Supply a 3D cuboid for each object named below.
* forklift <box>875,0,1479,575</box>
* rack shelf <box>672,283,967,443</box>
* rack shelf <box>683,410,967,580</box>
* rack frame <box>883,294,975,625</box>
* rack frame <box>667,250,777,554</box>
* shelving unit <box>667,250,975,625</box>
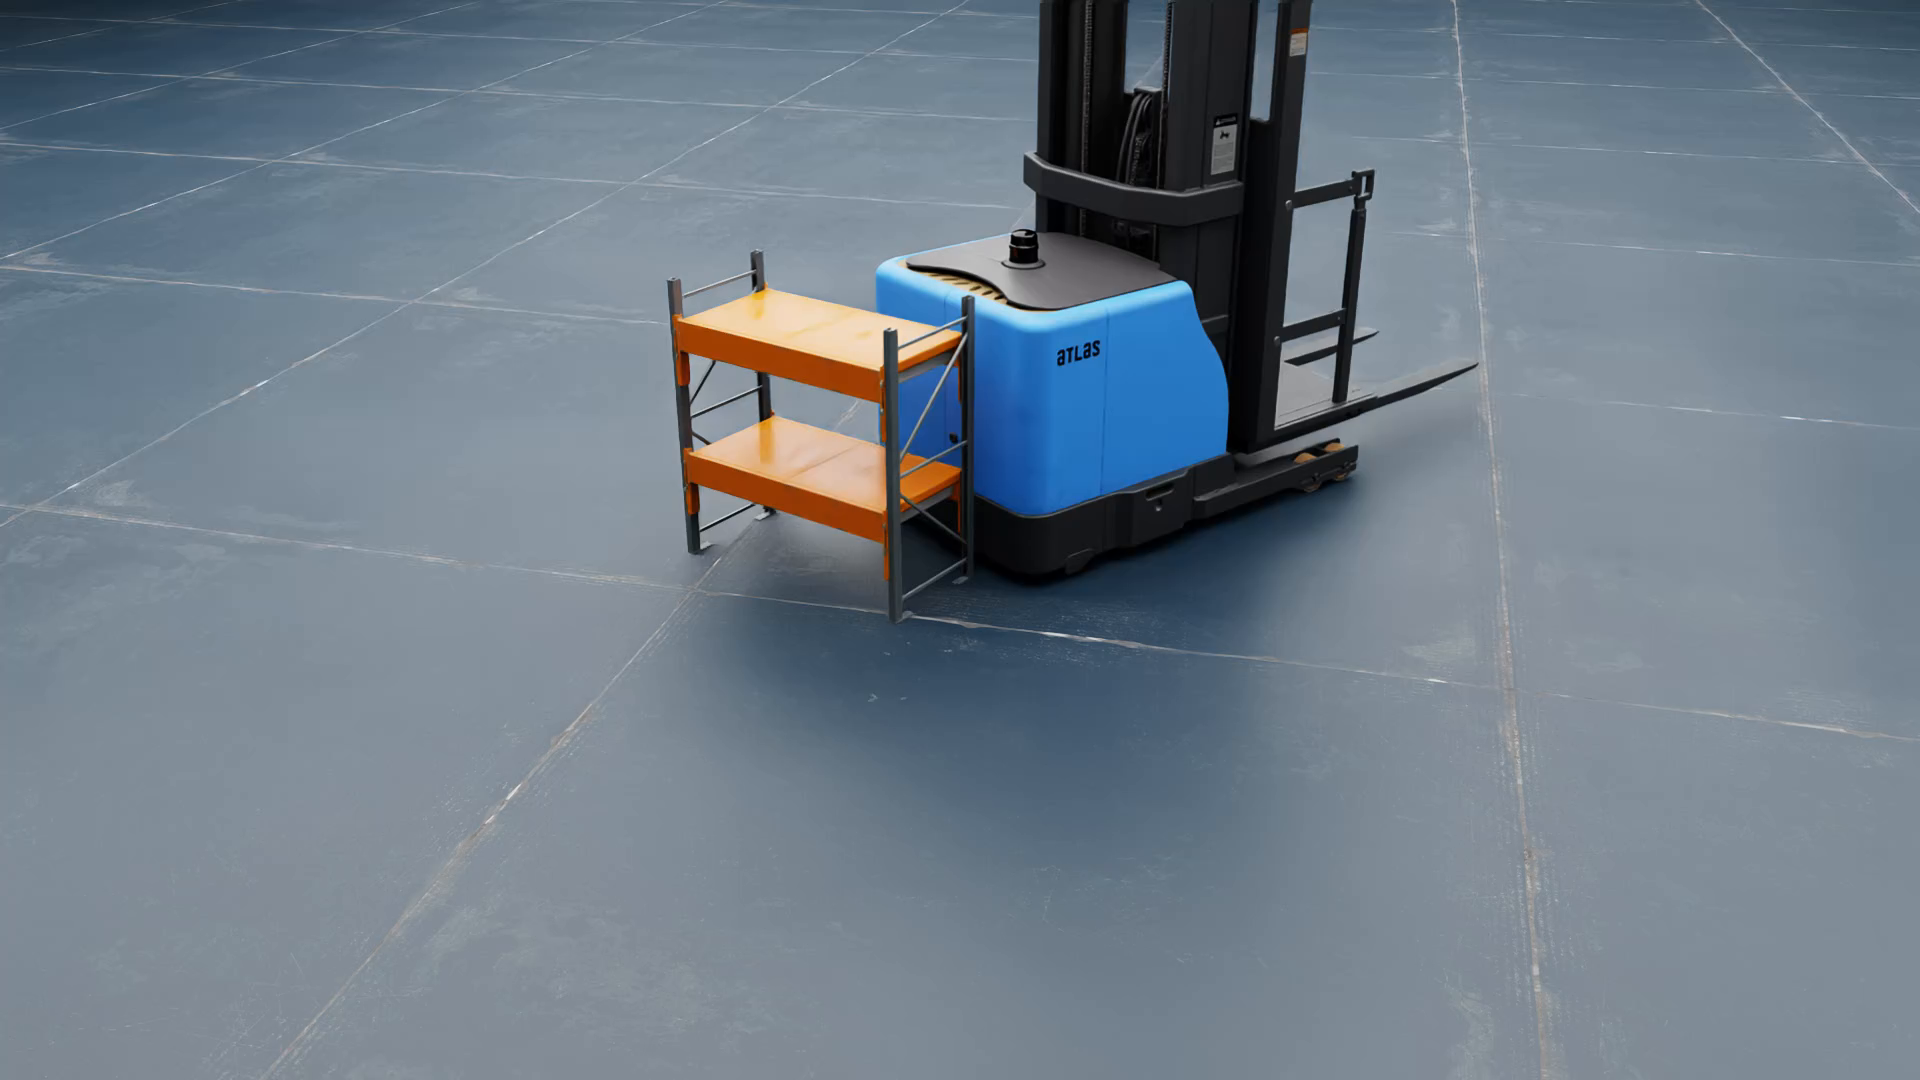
[{"bbox_3d":[1.119,-1.689,6.888,3.031,2.935,1.130,-19,31,-34],"label":"forklift"},{"bbox_3d":[-0.516,-0.678,6.185,1.000,0.278,0.538,17,30,32],"label":"rack shelf"},{"bbox_3d":[-0.516,-0.193,6.416,1.000,0.278,0.538,17,30,32],"label":"rack shelf"},{"bbox_3d":[-0.103,-0.286,6.043,0.032,1.125,0.500,17,30,32],"label":"rack frame"},{"bbox_3d":[-0.929,-0.541,6.578,0.032,1.125,0.500,17,30,32],"label":"rack frame"},{"bbox_3d":[-0.516,-0.414,6.311,1.048,1.125,0.538,17,30,32],"label":"shelving unit"}]
